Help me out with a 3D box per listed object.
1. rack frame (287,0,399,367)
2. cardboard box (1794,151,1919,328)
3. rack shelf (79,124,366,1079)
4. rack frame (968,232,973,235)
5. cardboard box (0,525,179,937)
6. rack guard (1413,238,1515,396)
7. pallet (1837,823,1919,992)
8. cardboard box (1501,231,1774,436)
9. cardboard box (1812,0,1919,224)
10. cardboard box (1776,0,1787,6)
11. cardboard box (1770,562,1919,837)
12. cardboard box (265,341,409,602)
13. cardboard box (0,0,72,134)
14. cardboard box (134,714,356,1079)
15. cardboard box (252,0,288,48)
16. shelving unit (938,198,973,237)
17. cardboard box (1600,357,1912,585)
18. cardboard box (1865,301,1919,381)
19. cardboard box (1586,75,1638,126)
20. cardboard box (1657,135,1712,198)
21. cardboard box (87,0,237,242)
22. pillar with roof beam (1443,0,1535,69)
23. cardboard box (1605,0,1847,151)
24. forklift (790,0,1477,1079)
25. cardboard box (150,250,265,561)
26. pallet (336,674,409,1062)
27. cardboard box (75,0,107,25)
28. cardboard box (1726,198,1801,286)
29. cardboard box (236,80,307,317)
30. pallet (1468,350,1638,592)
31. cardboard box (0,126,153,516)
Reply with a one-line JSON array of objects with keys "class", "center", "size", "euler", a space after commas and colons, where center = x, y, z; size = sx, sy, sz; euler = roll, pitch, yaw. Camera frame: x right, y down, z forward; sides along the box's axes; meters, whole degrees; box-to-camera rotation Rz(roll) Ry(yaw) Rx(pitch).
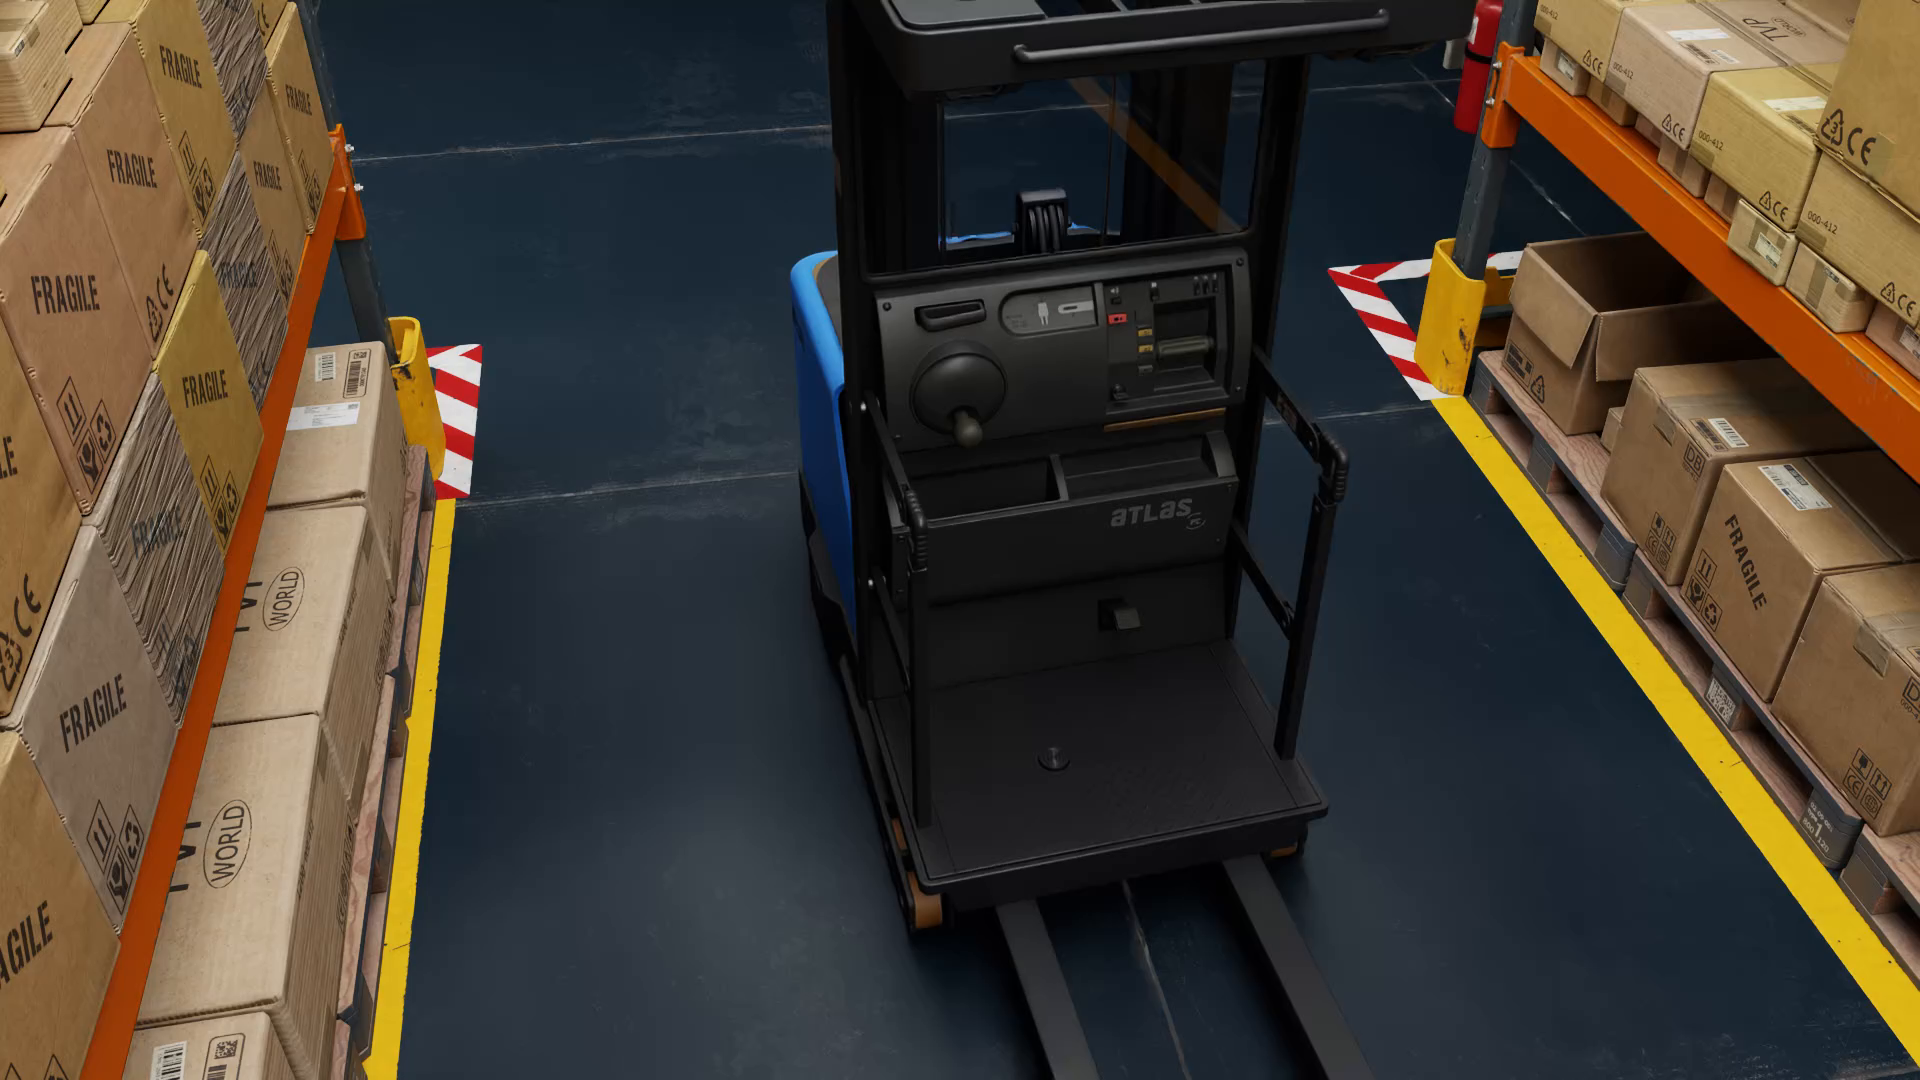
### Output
[{"class": "rack frame", "center": [-2.479, -1.416, 5.128], "size": [1.000, 3.000, 0.127], "euler": [-6, 38, -8]}, {"class": "cardboard box", "center": [2.513, -0.790, 4.202], "size": [0.500, 0.250, 0.500], "euler": [-7, 38, -9]}, {"class": "rack shelf", "center": [-2.128, 0.076, 3.793], "size": [1.077, 0.370, 4.000], "euler": [-6, 38, -8]}, {"class": "rack frame", "center": [-0.055, -0.552, 5.605], "size": [0.200, 1.050, 0.008], "euler": [-9, 39, -11]}, {"class": "cardboard box", "center": [-1.686, 0.345, 2.780], "size": [0.500, 0.500, 0.500], "euler": [-6, 38, -8]}, {"class": "rack guard", "center": [2.421, -0.919, 6.525], "size": [1.175, 0.500, 0.348], "euler": [-6, 38, -8]}, {"class": "pallet", "center": [2.989, 1.150, 4.097], "size": [1.003, 0.211, 1.213], "euler": [-6, 38, -8]}, {"class": "cardboard box", "center": [2.421, -0.752, 5.966], "size": [0.797, 0.503, 0.637], "euler": [-8, 38, -10]}, {"class": "cardboard box", "center": [2.485, -1.097, 3.986], "size": [0.500, 0.500, 0.500], "euler": [-5, 38, -7]}, {"class": "cardboard box", "center": [2.749, -1.761, 5.452], "size": [0.500, 0.250, 0.500], "euler": [-5, 38, -7]}, {"class": "cardboard box", "center": [2.715, 0.396, 4.490], "size": [0.700, 0.500, 0.500], "euler": [-8, 38, -10]}, {"class": "cardboard box", "center": [-2.265, -0.182, 5.285], "size": [0.875, 0.438, 0.875], "euler": [-7, 38, -9]}, {"class": "cardboard box", "center": [-1.826, -0.831, 2.949], "size": [0.380, 0.149, 0.250], "euler": [-6, 38, -8]}, {"class": "cardboard box", "center": [-1.939, 0.915, 3.874], "size": [0.875, 0.438, 0.875], "euler": [-7, 38, -9]}, {"class": "cardboard box", "center": [-2.160, -1.585, 4.448], "size": [0.500, 0.500, 0.500], "euler": [-5, 38, -6]}, {"class": "shelving unit", "center": [-0.085, -0.625, 5.699], "size": [0.215, 1.050, 0.252], "euler": [-9, 39, -11]}, {"class": "cardboard box", "center": [2.533, -0.231, 5.297], "size": [0.700, 0.500, 0.500], "euler": [-5, 38, -6]}, {"class": "cardboard box", "center": [2.551, -0.536, 4.200], "size": [0.380, 0.149, 0.250], "euler": [-6, 38, -8]}, {"class": "cardboard box", "center": [2.285, -1.476, 5.410], "size": [0.380, 0.149, 0.250], "euler": [-5, 38, -7]}, {"class": "cardboard box", "center": [2.349, -1.162, 5.005], "size": [0.380, 0.149, 0.250], "euler": [-5, 38, -7]}, {"class": "cardboard box", "center": [-1.956, -0.973, 3.661], "size": [0.500, 0.500, 0.500], "euler": [-6, 38, -8]}, {"class": "pillar with roof beam", "center": [-1.416, -5.584, 5.602], "size": [9.100, 9.000, 0.400], "euler": [-6, 38, -8]}, {"class": "cardboard box", "center": [2.310, -1.403, 4.990], "size": [0.500, 0.250, 0.500], "euler": [-6, 38, -7]}, {"class": "forklift", "center": [0.317, -0.389, 3.862], "size": [1.130, 2.935, 3.031], "euler": [-9, 39, -11]}, {"class": "cardboard box", "center": [-1.857, -0.268, 3.568], "size": [0.500, 0.500, 0.500], "euler": [-5, 38, -7]}, {"class": "pallet", "center": [-2.051, 0.895, 4.426], "size": [1.003, 0.211, 1.213], "euler": [-6, 38, -8]}, {"class": "cardboard box", "center": [-1.941, -1.146, 3.355], "size": [0.380, 0.149, 0.250], "euler": [-5, 38, -7]}, {"class": "cardboard box", "center": [2.372, -0.841, 4.593], "size": [0.380, 0.149, 0.250], "euler": [-7, 38, -9]}, {"class": "cardboard box", "center": [-2.060, -0.888, 4.366], "size": [0.500, 0.500, 0.500], "euler": [-7, 38, -9]}, {"class": "pallet", "center": [2.561, -0.323, 5.994], "size": [1.003, 0.211, 1.213], "euler": [-6, 38, -8]}, {"class": "cardboard box", "center": [-1.784, -0.364, 2.877], "size": [0.500, 0.500, 0.500], "euler": [-6, 38, -7]}]
